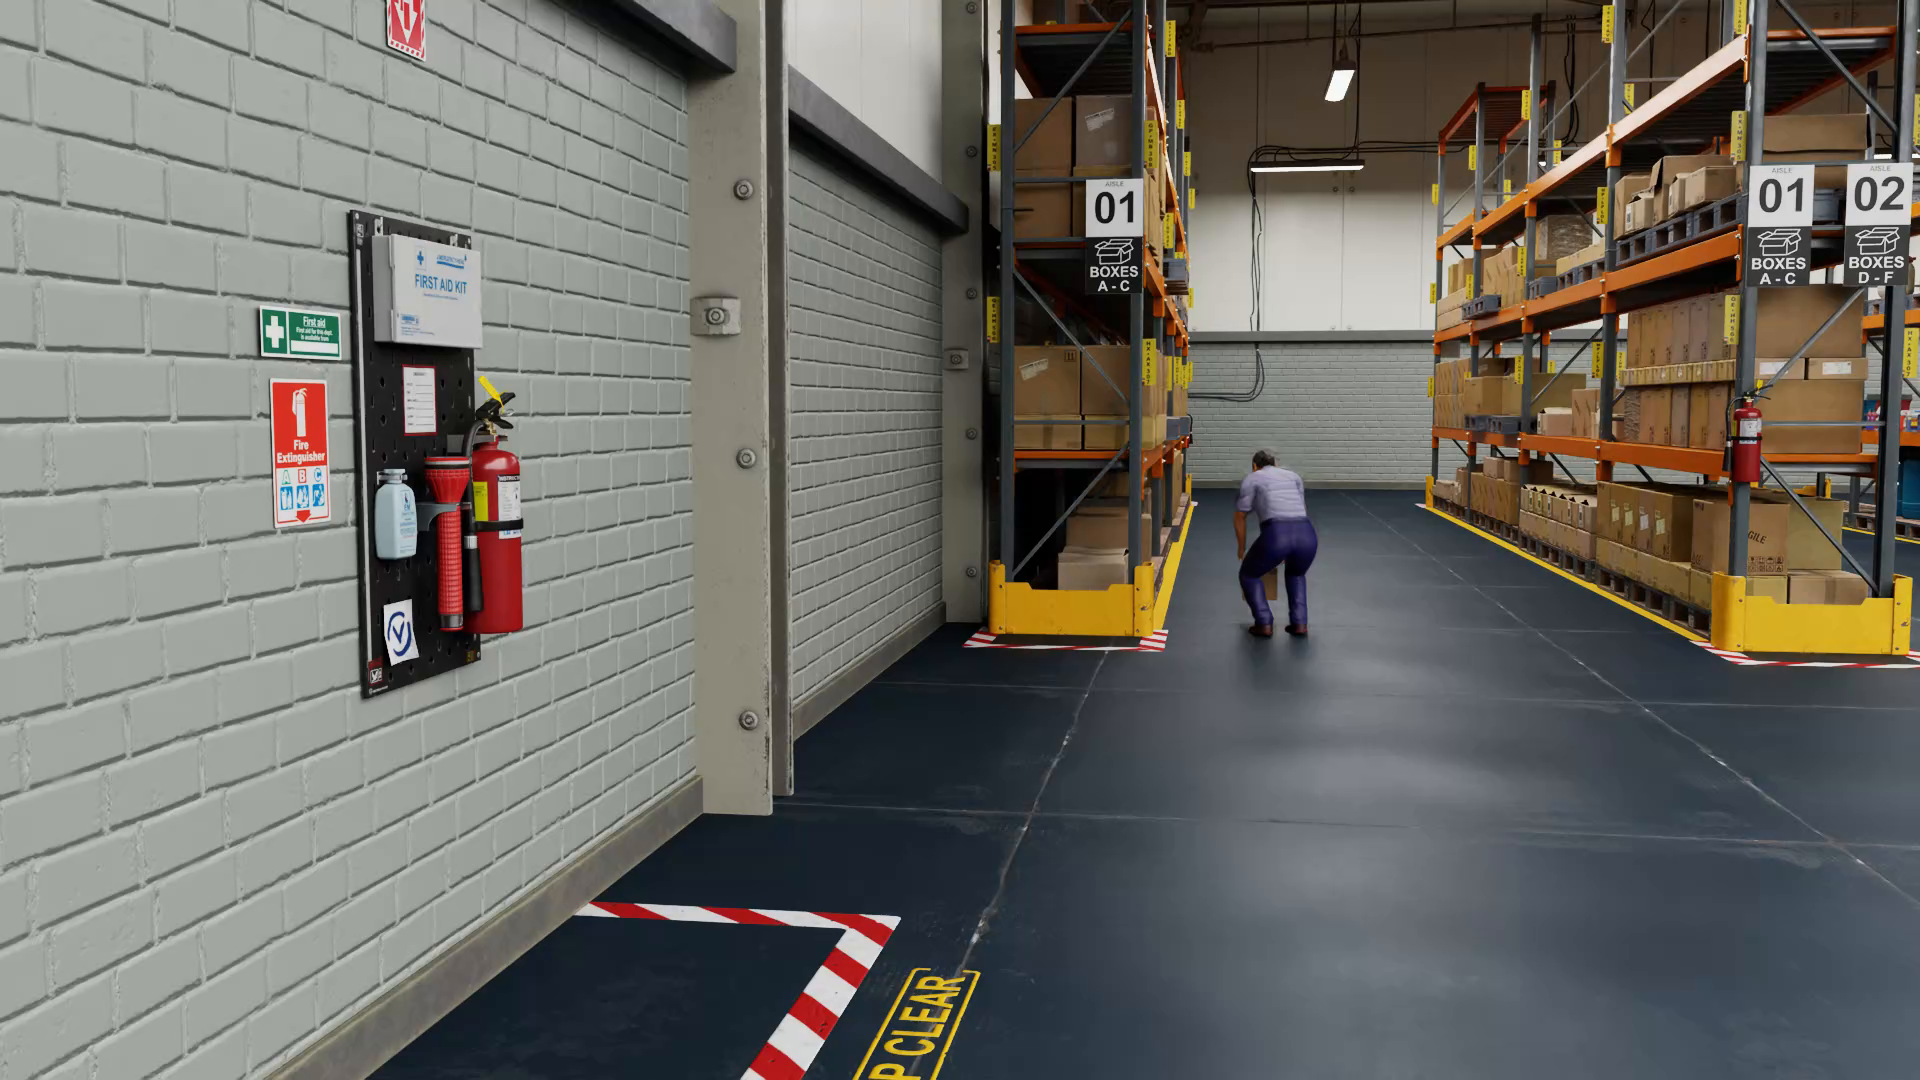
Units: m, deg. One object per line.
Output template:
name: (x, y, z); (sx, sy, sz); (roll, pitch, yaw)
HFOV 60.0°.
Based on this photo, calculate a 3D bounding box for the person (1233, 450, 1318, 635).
person: (2.241, 0.018, 11.922); (0.535, 1.314, 0.623); (-1, 5, -7)
